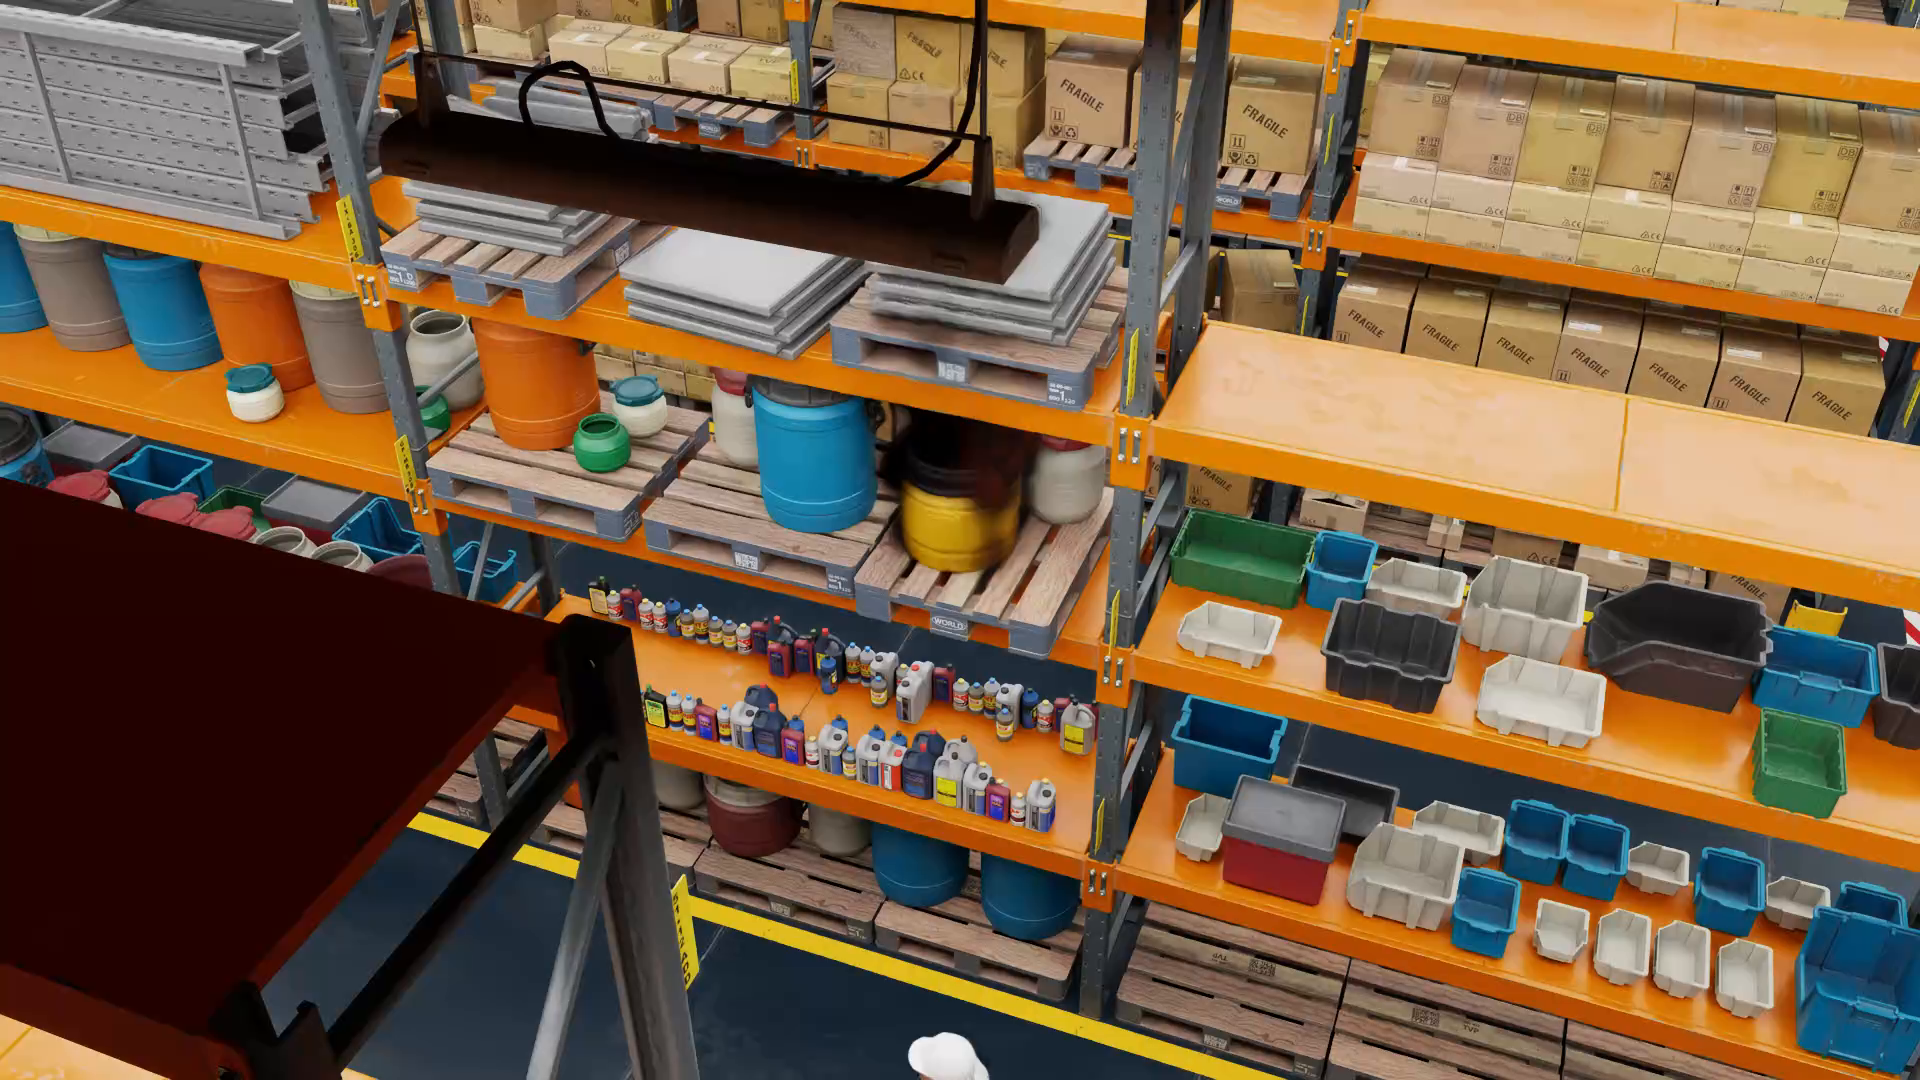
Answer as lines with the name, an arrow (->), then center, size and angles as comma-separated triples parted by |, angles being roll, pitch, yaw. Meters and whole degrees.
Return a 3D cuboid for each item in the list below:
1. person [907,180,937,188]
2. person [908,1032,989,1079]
person -> -0.391, -3.102, 16.219 | 0.894, 1.635, 0.593 | 8, 37, 10
person -> 0.006, 2.855, 7.541 | 0.843, 1.821, 0.610 | 11, 38, 14
